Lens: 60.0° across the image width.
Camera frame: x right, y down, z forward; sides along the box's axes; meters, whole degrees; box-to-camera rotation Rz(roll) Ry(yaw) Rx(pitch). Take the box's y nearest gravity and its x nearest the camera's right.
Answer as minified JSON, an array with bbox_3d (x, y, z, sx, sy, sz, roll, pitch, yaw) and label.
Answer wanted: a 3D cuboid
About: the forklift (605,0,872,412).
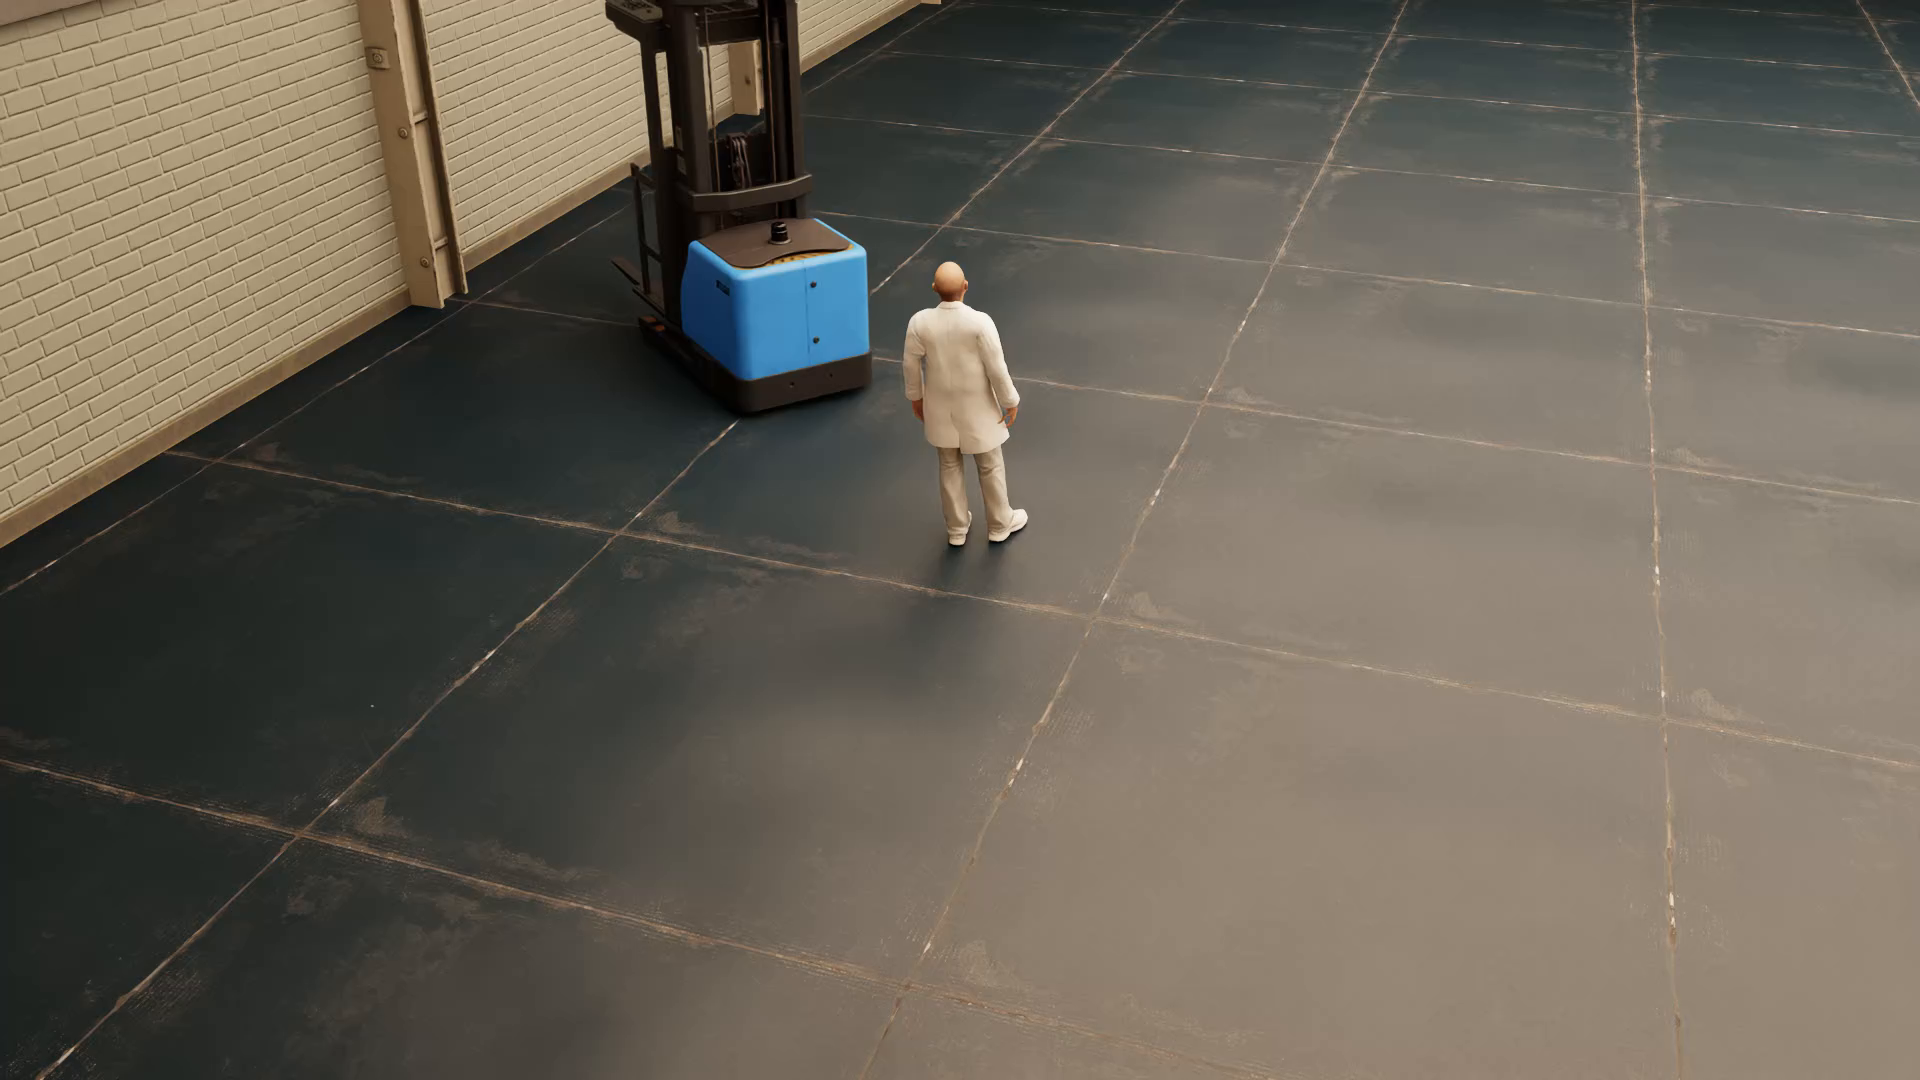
[{"bbox_3d":[-1.819,-2.851,12.139,1.130,2.935,3.031,-16,34,-26],"label":"forklift"}]

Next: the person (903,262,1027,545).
[{"bbox_3d":[0.034,-0.822,9.728,0.698,1.777,0.574,10,31,16],"label":"person"}]
